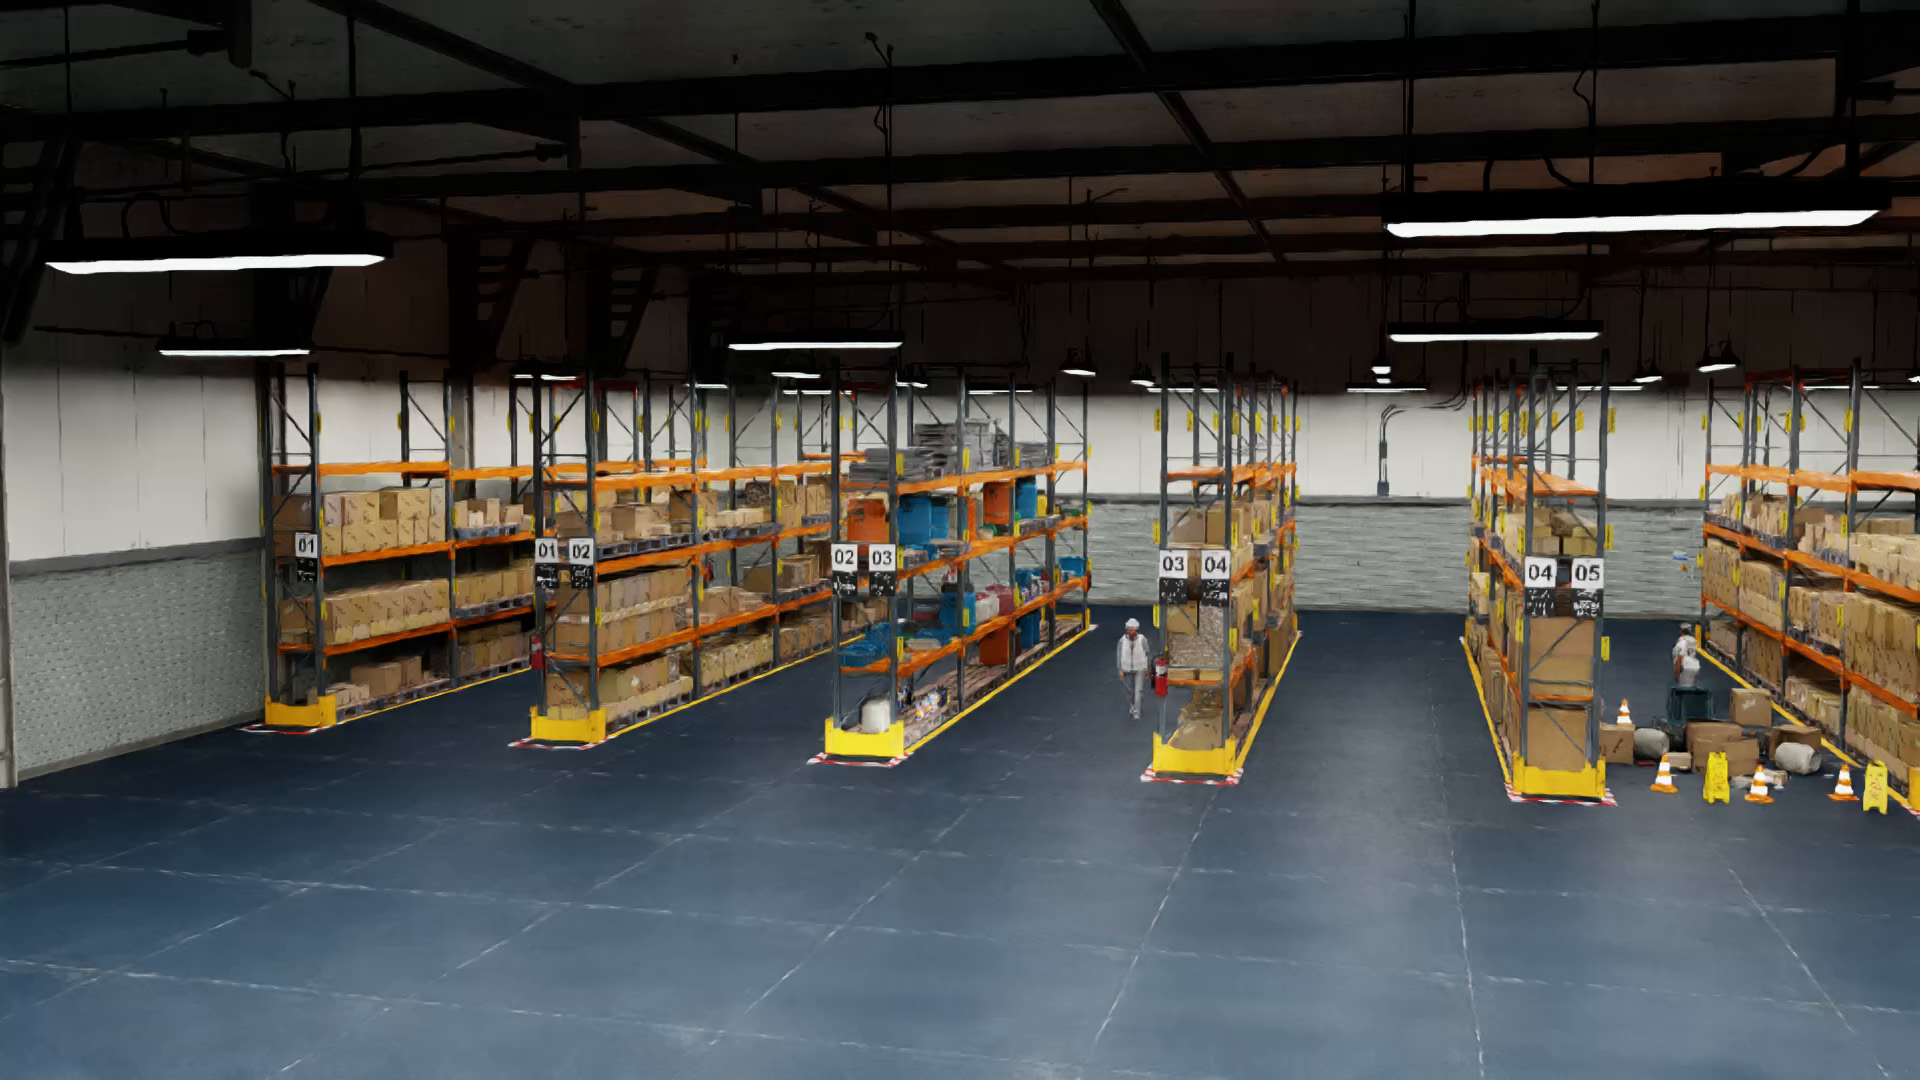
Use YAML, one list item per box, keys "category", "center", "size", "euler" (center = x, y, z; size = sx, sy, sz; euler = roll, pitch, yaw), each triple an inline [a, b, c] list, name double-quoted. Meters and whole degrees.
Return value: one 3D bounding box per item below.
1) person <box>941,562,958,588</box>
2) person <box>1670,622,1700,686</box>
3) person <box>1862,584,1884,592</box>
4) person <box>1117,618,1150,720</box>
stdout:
- category: "person"
  center: [-0.141, 1.319, 40.129]
  size: [0.677, 1.742, 0.547]
  euler: [1, 4, 13]
- category: "person"
  center: [12.131, 2.202, 27.885]
  size: [0.541, 1.657, 0.592]
  euler: [4, 6, 44]
- category: "person"
  center: [20.539, 1.479, 37.419]
  size: [0.387, 1.759, 0.646]
  euler: [-1, 4, -17]
- category: "person"
  center: [2.918, 2.151, 28.148]
  size: [0.544, 1.678, 1.100]
  euler: [1, 4, 19]
